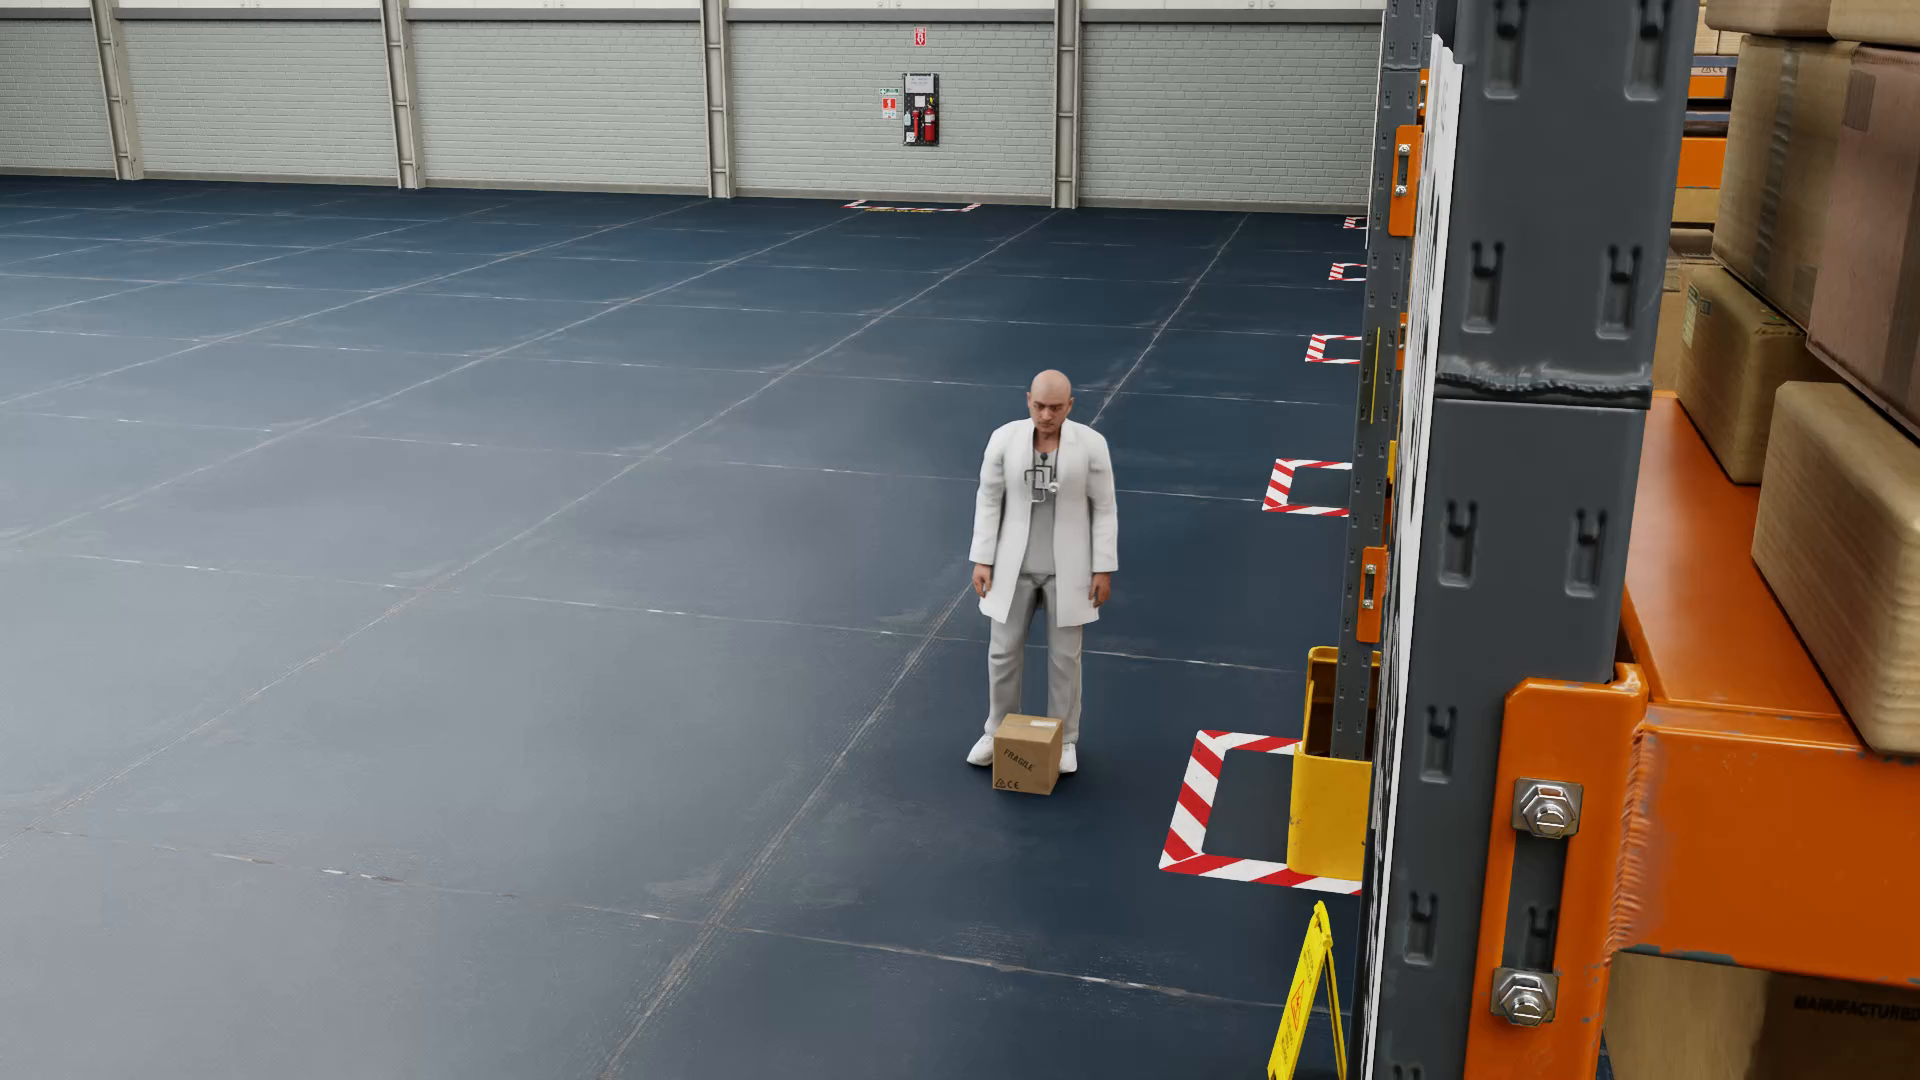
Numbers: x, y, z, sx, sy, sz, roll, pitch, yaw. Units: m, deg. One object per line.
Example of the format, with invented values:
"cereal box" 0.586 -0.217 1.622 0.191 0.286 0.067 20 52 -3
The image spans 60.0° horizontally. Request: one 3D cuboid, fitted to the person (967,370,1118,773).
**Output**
"person" 0.360 0.127 7.192 0.647 1.772 0.429 3 18 10
